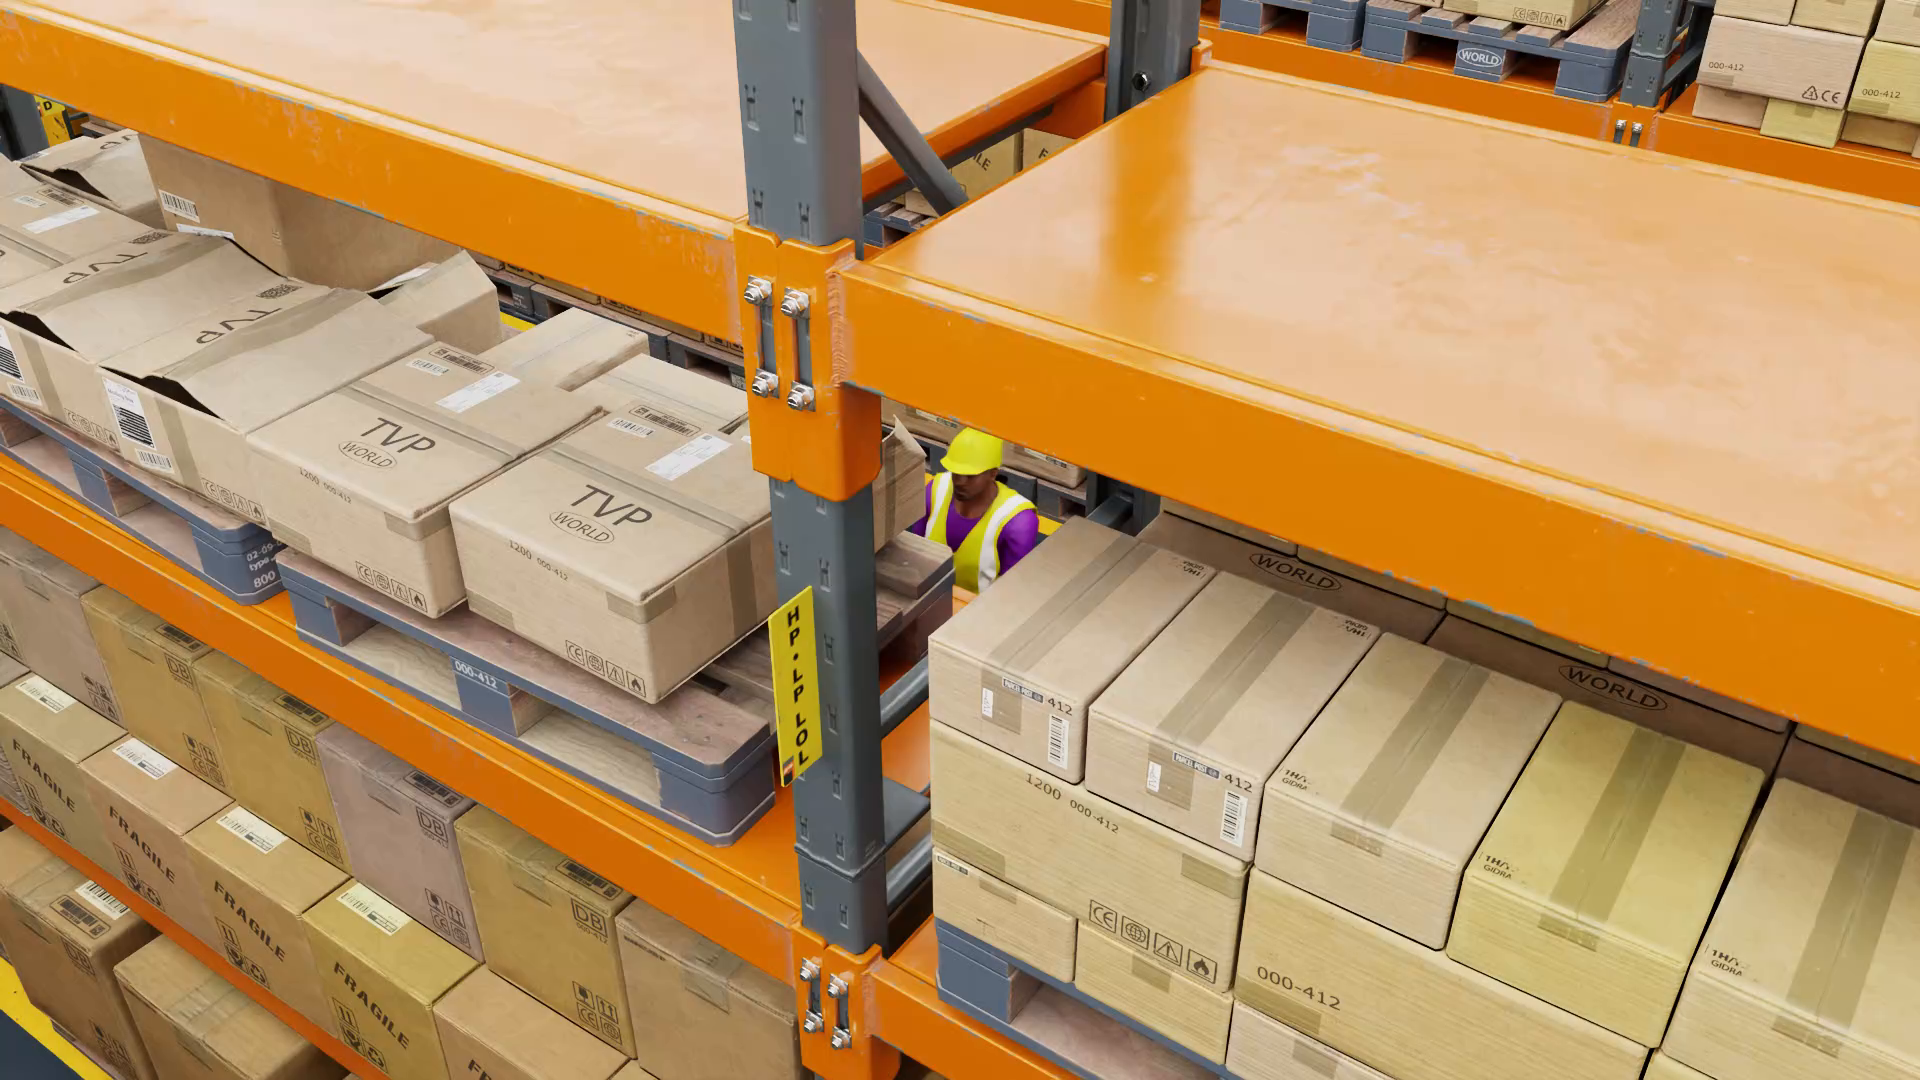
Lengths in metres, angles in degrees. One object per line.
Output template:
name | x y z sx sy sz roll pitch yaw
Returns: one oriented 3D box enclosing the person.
person | -0.001 0.348 6.789 0.549 1.774 0.539 21 40 28
